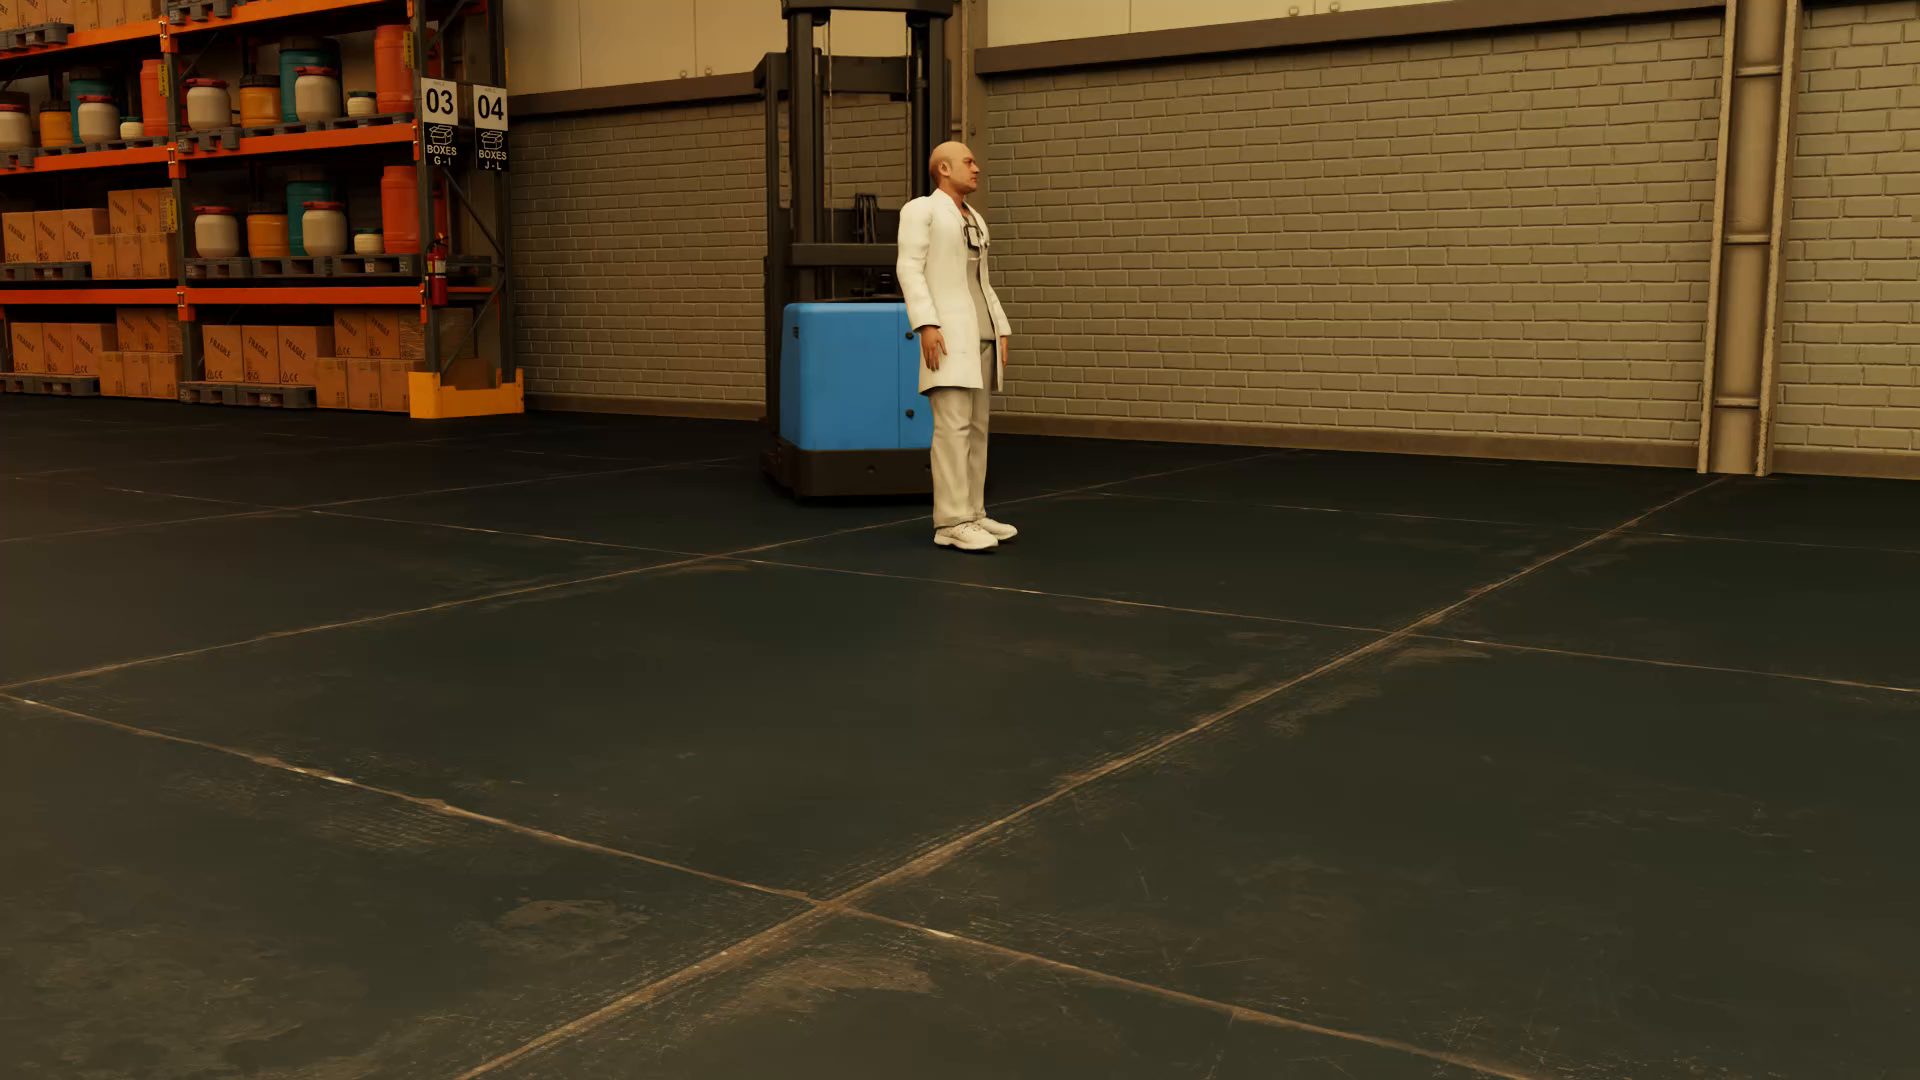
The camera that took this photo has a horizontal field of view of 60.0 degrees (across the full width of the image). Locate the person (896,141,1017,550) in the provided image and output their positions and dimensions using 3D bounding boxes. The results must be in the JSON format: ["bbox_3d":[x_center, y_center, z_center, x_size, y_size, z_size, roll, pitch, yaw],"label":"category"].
[{"bbox_3d":[0.074,-0.879,7.424,0.577,1.779,0.698,5,10,34],"label":"person"}]

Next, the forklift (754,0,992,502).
[{"bbox_3d":[-0.646,-1.830,10.059,1.130,2.935,3.031,-2,8,-12],"label":"forklift"}]
